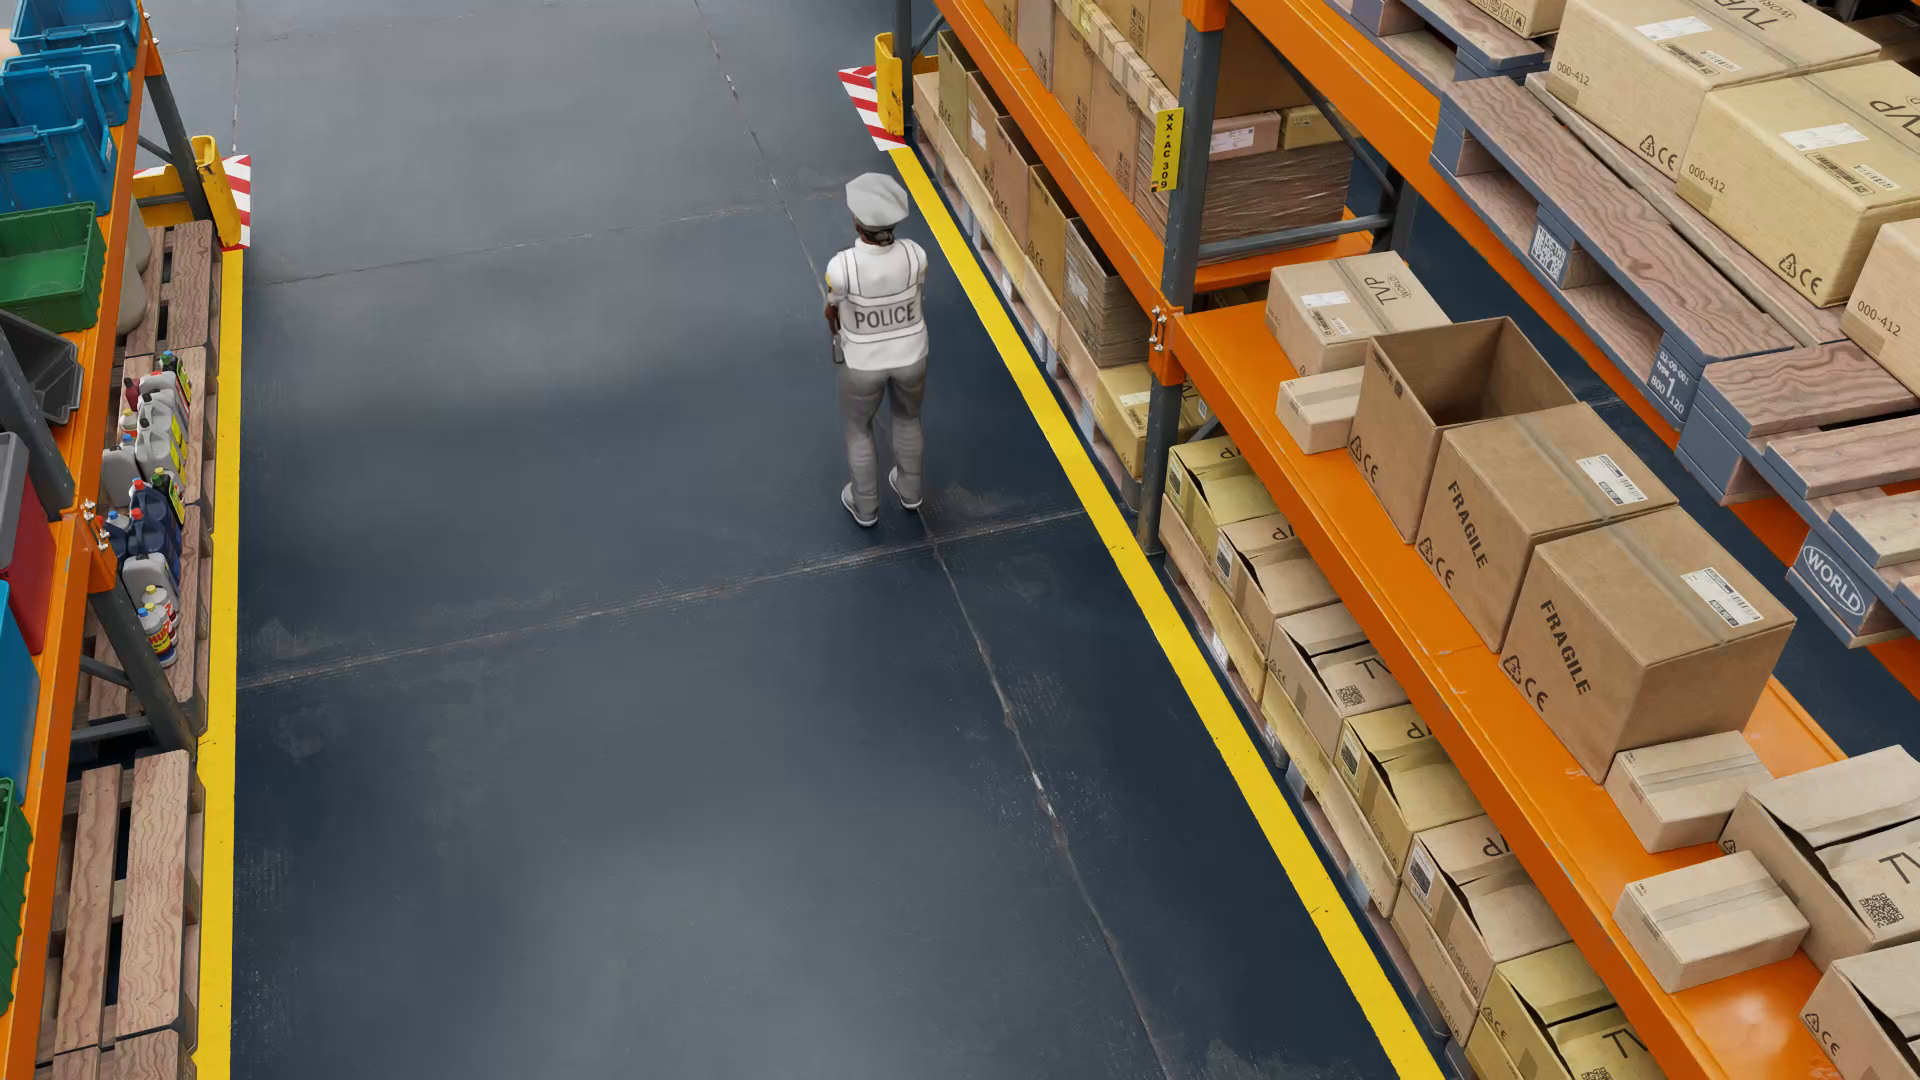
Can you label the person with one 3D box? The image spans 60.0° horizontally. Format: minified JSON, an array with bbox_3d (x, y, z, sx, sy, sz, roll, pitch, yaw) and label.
[{"bbox_3d":[-0.357,-0.823,7.043,0.435,1.692,0.520,-12,44,-13],"label":"person"}]
